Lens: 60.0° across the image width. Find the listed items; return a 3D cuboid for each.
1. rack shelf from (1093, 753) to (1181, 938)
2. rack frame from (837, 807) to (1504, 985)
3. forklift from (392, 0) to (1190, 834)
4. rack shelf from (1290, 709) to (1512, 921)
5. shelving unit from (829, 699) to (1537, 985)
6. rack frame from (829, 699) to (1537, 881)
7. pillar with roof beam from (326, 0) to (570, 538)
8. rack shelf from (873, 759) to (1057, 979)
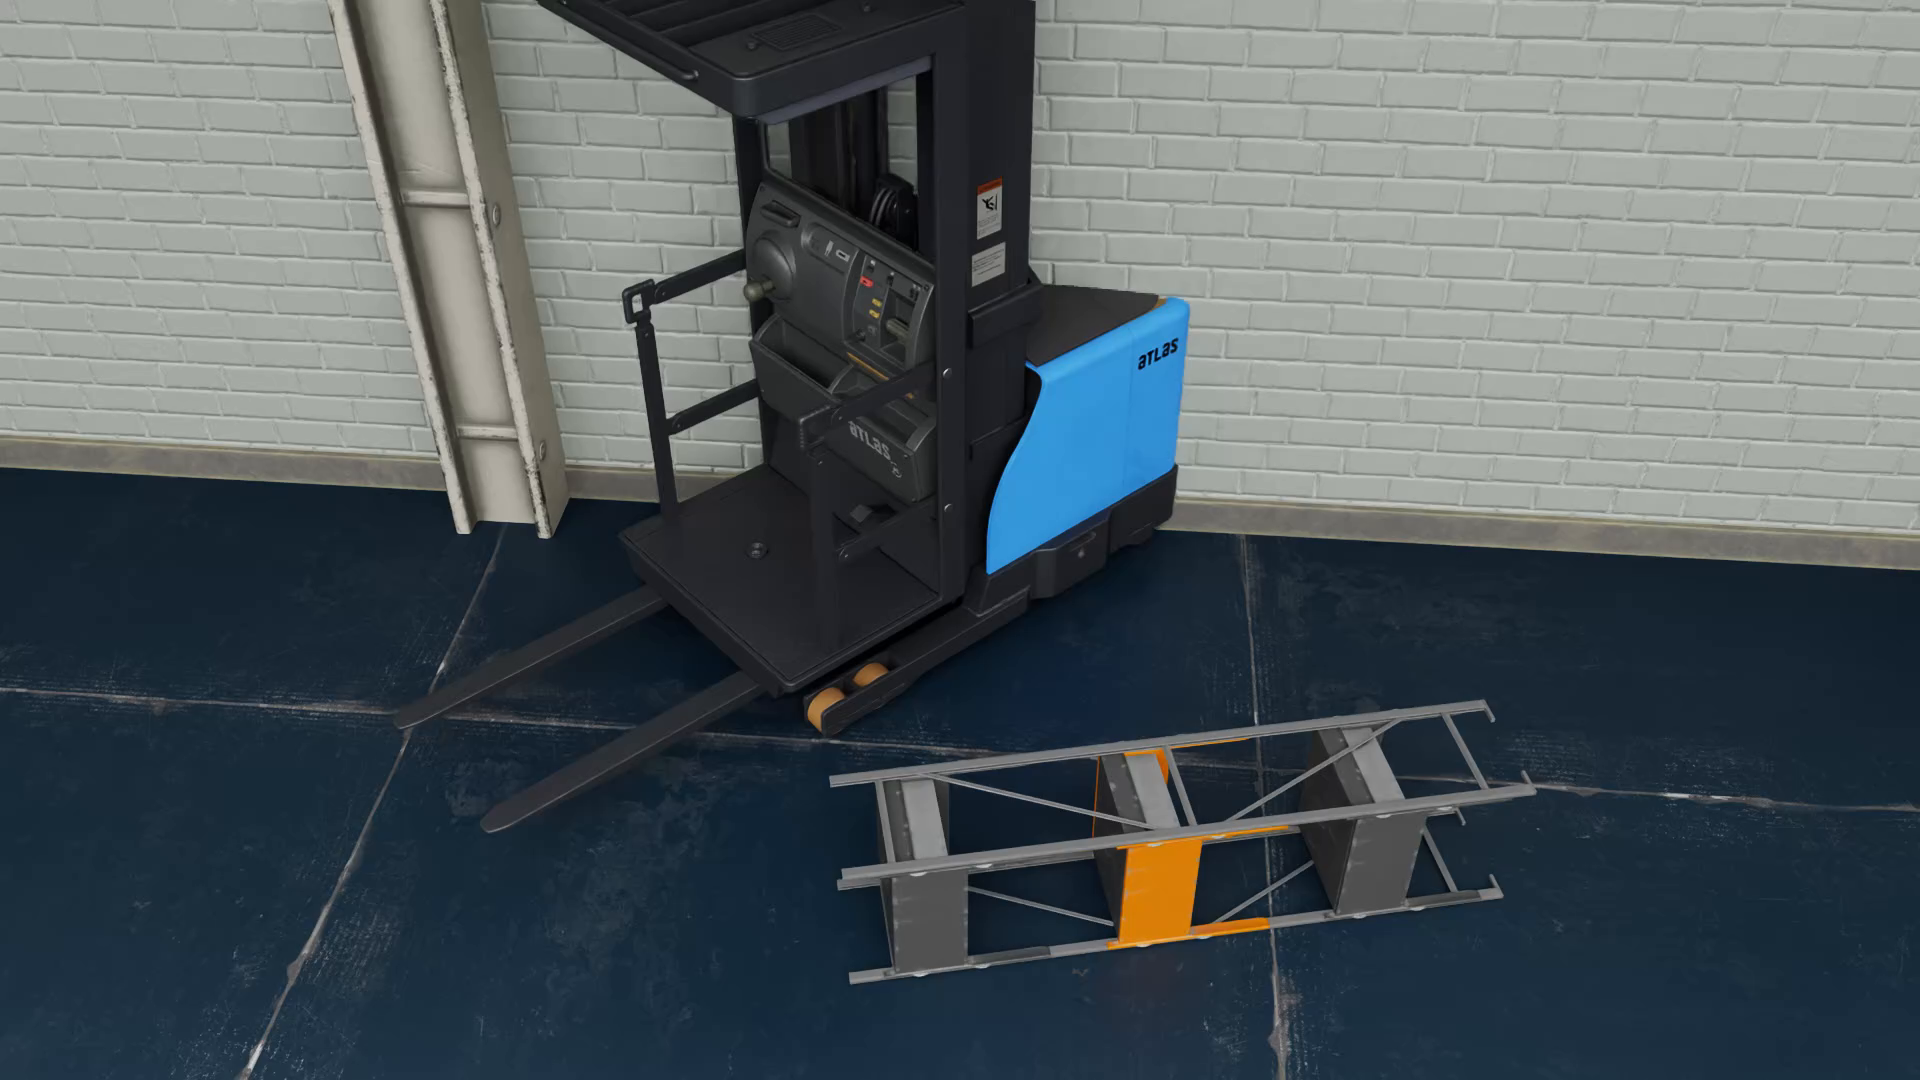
[{"bbox_3d":[0.549,0.945,5.180,0.174,0.457,0.368,-6,39,-7],"label":"rack shelf"},{"bbox_3d":[0.670,1.122,5.349,2.100,0.015,0.400,-6,39,-7],"label":"rack frame"},{"bbox_3d":[-0.571,-0.823,5.439,3.031,2.935,1.130,-29,47,-31],"label":"forklift"},{"bbox_3d":[1.375,0.862,5.282,0.518,0.480,0.431,-6,39,-7],"label":"rack shelf"},{"bbox_3d":[0.670,0.933,5.195,2.100,0.503,0.431,-6,39,-7],"label":"shelving unit"},{"bbox_3d":[0.670,0.744,5.041,2.100,0.015,0.400,-6,39,-7],"label":"rack frame"},{"bbox_3d":[-2.216,-0.897,0.723,0.400,9.000,9.100,3,39,4],"label":"pillar with roof beam"},{"bbox_3d":[-0.007,1.001,5.111,0.518,0.480,0.431,-6,39,-7],"label":"rack shelf"}]
